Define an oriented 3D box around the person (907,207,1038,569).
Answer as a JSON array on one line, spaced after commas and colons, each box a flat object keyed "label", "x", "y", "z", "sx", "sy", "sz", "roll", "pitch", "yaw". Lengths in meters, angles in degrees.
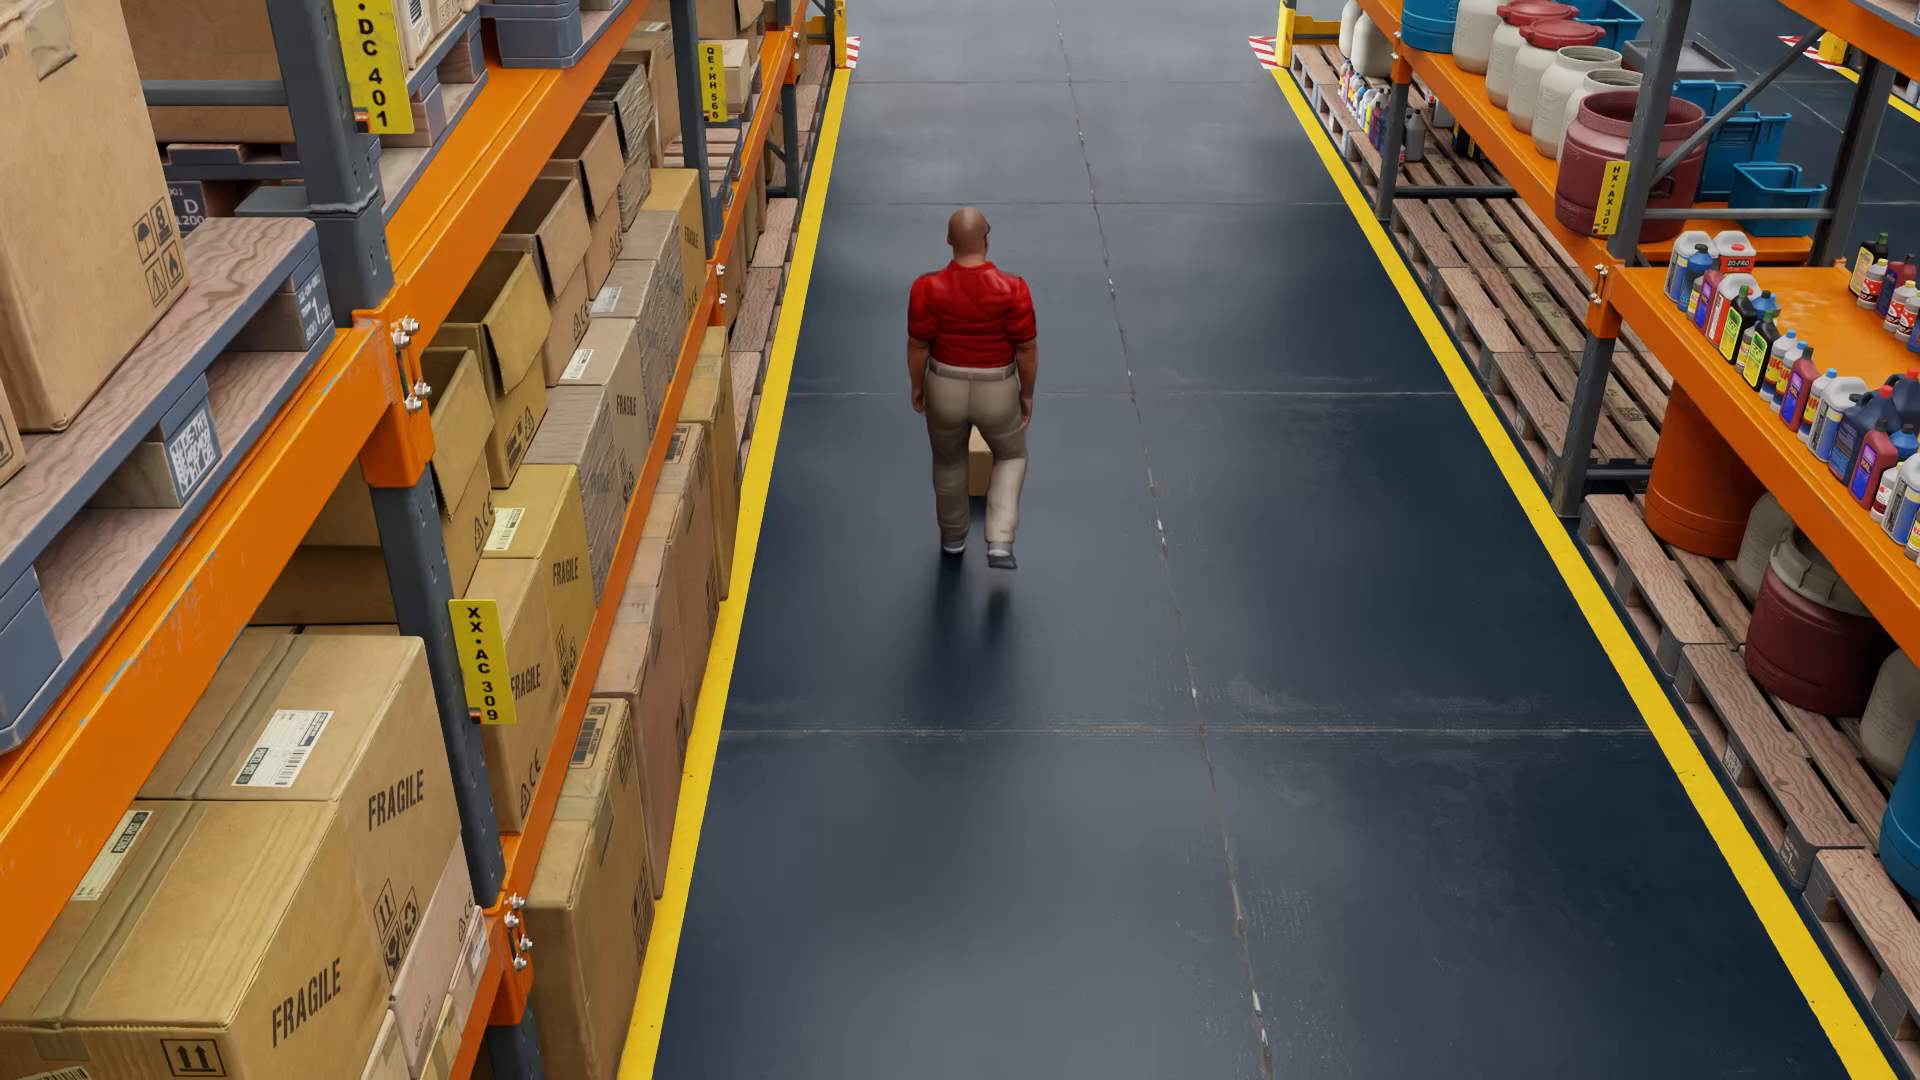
[{"label": "person", "x": 0.057, "y": -0.644, "z": 7.190, "sx": 0.556, "sy": 1.711, "sz": 0.695, "roll": 2, "pitch": 31, "yaw": 4}]
